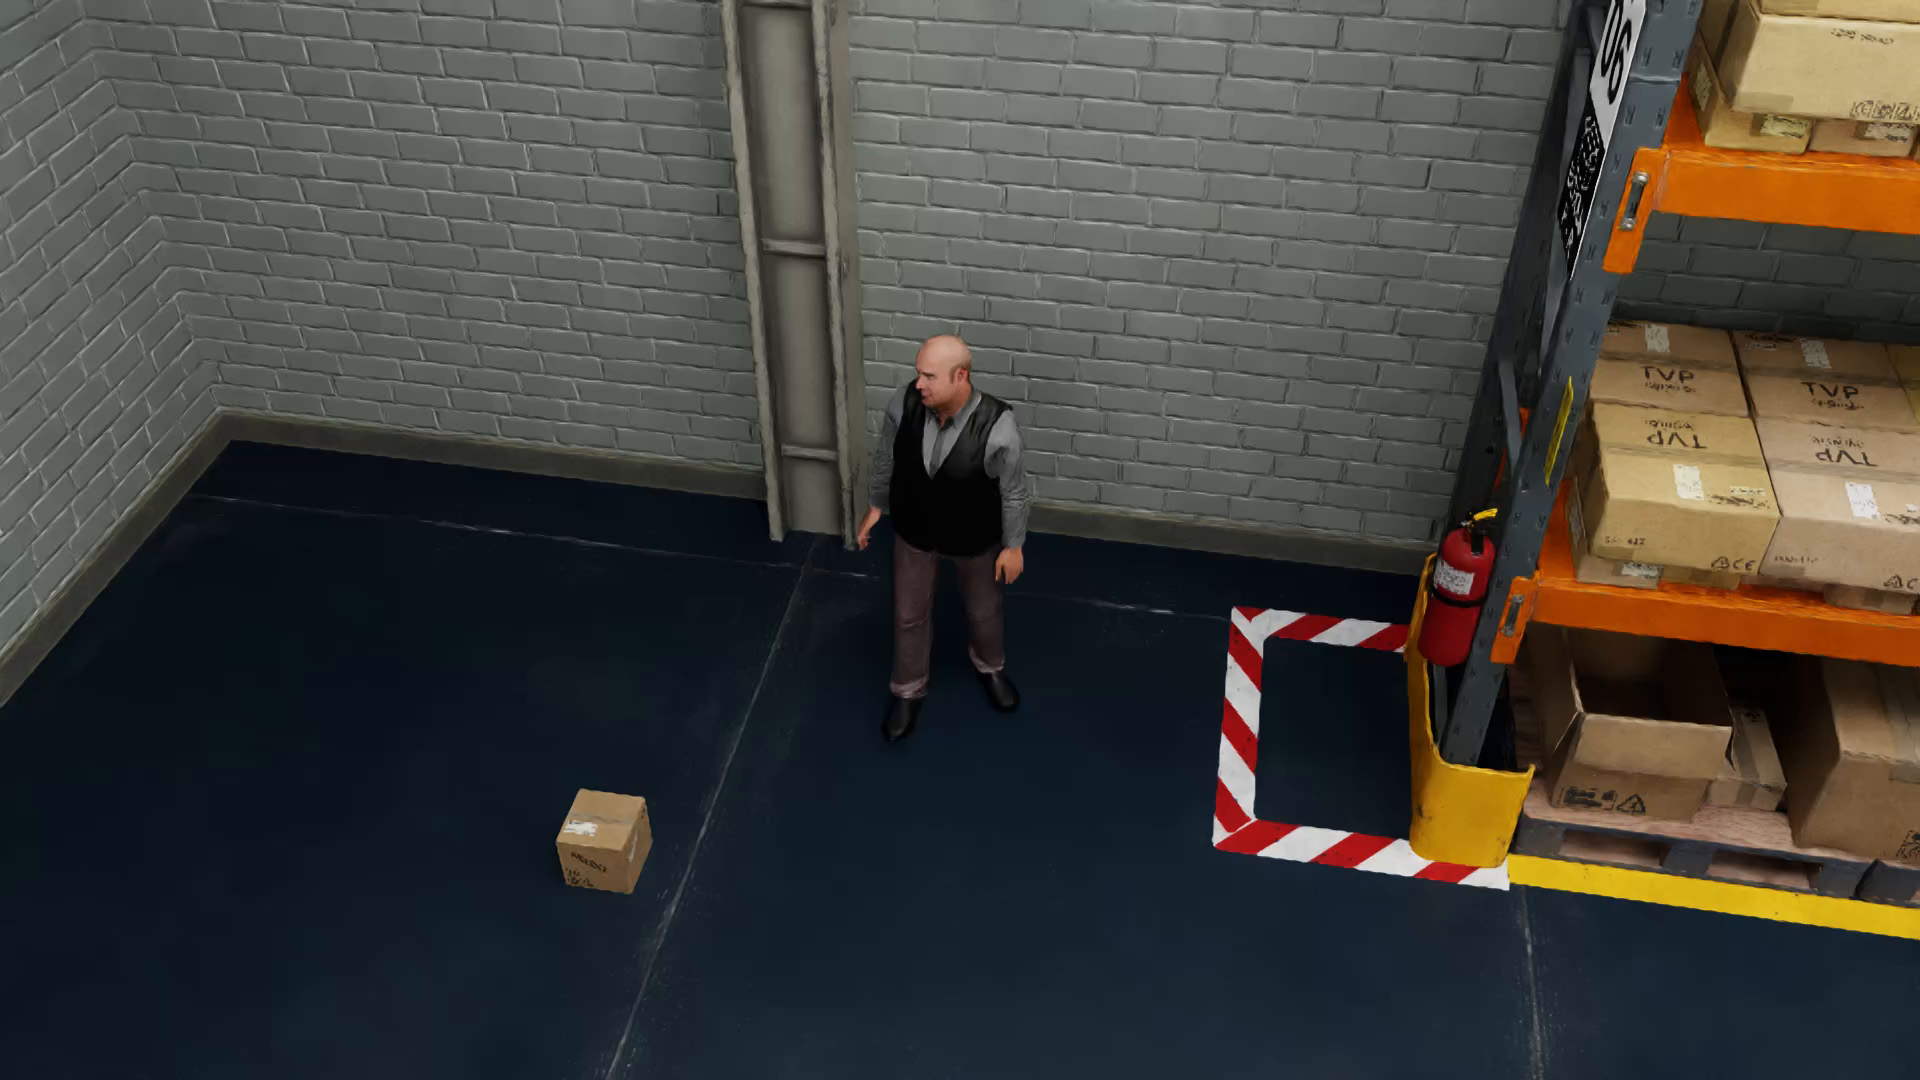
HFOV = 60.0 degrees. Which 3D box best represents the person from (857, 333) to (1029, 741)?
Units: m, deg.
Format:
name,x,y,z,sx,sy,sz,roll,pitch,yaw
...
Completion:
name,x,y,z,sx,sy,sz,roll,pitch,yaw
person,-0.080,0.004,6.134,0.646,1.720,0.577,11,41,13
